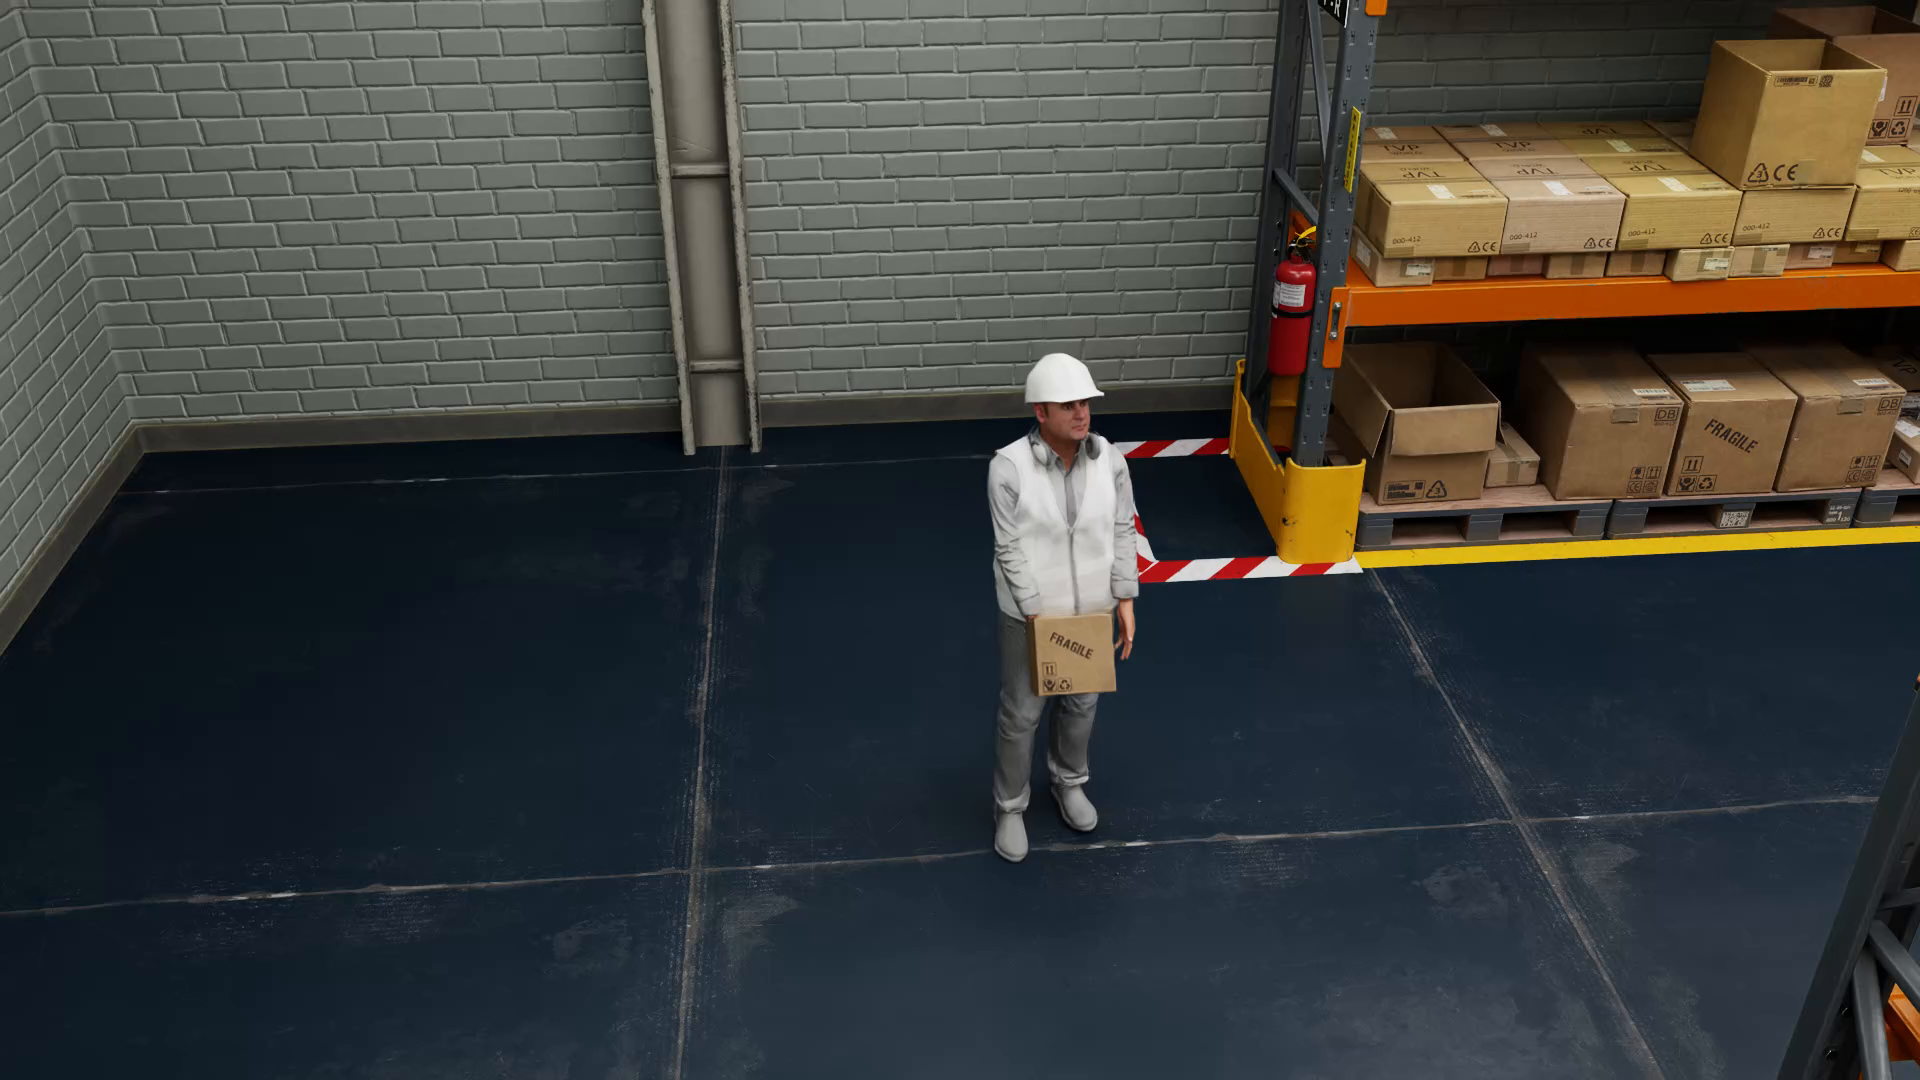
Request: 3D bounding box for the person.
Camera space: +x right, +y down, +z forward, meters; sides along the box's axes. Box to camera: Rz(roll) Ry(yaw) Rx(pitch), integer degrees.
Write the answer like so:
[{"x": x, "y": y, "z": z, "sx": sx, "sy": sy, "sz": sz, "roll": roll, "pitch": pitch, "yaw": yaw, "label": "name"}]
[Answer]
[{"x": 0.322, "y": 0.250, "z": 5.687, "sx": 0.521, "sy": 1.774, "sz": 0.521, "roll": -11, "pitch": 33, "yaw": -17, "label": "person"}]
